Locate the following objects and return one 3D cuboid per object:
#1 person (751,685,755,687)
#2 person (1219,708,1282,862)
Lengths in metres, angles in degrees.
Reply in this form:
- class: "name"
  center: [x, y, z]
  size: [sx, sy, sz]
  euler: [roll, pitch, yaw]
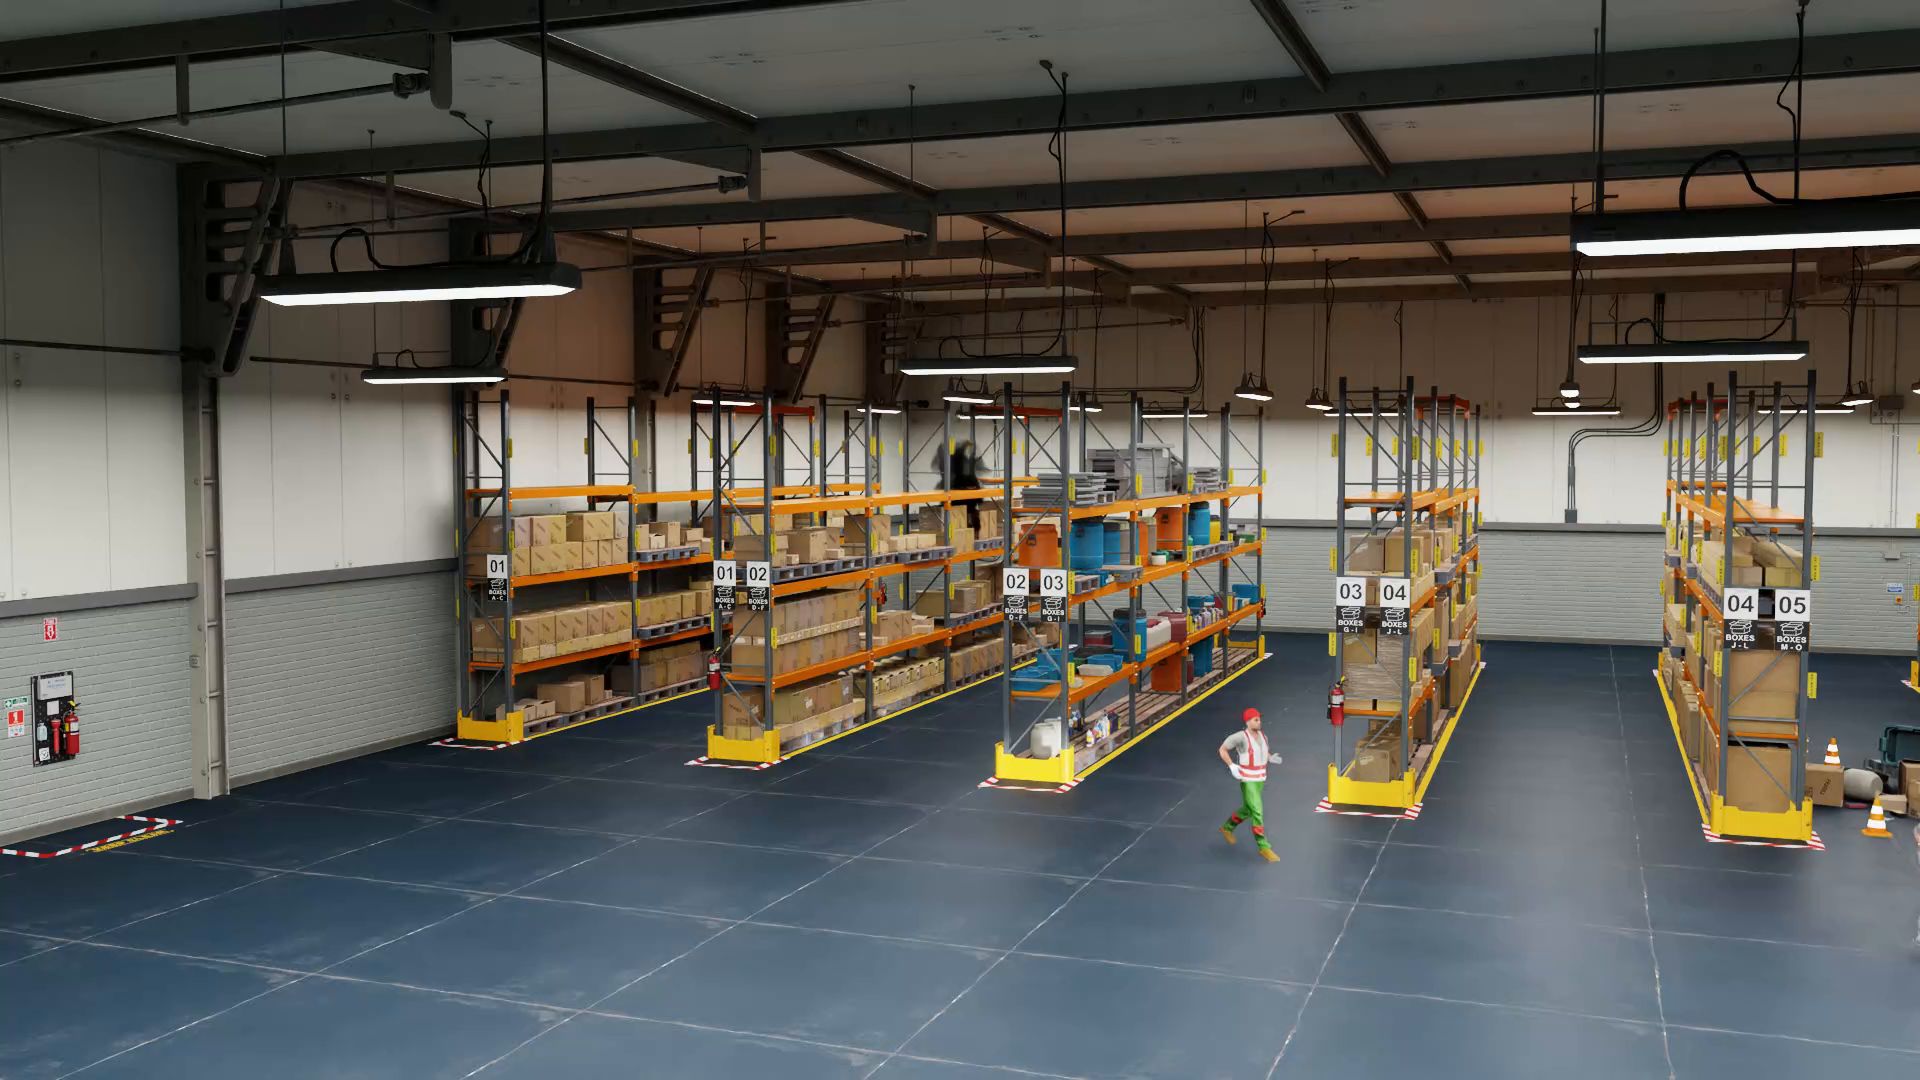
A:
- class: "person"
  center: [-3.738, 2.435, 30.740]
  size: [0.678, 1.793, 0.693]
  euler: [1, 3, 14]
- class: "person"
  center: [3.572, 2.964, 20.432]
  size: [0.651, 1.807, 0.979]
  euler: [-3, 4, -42]
